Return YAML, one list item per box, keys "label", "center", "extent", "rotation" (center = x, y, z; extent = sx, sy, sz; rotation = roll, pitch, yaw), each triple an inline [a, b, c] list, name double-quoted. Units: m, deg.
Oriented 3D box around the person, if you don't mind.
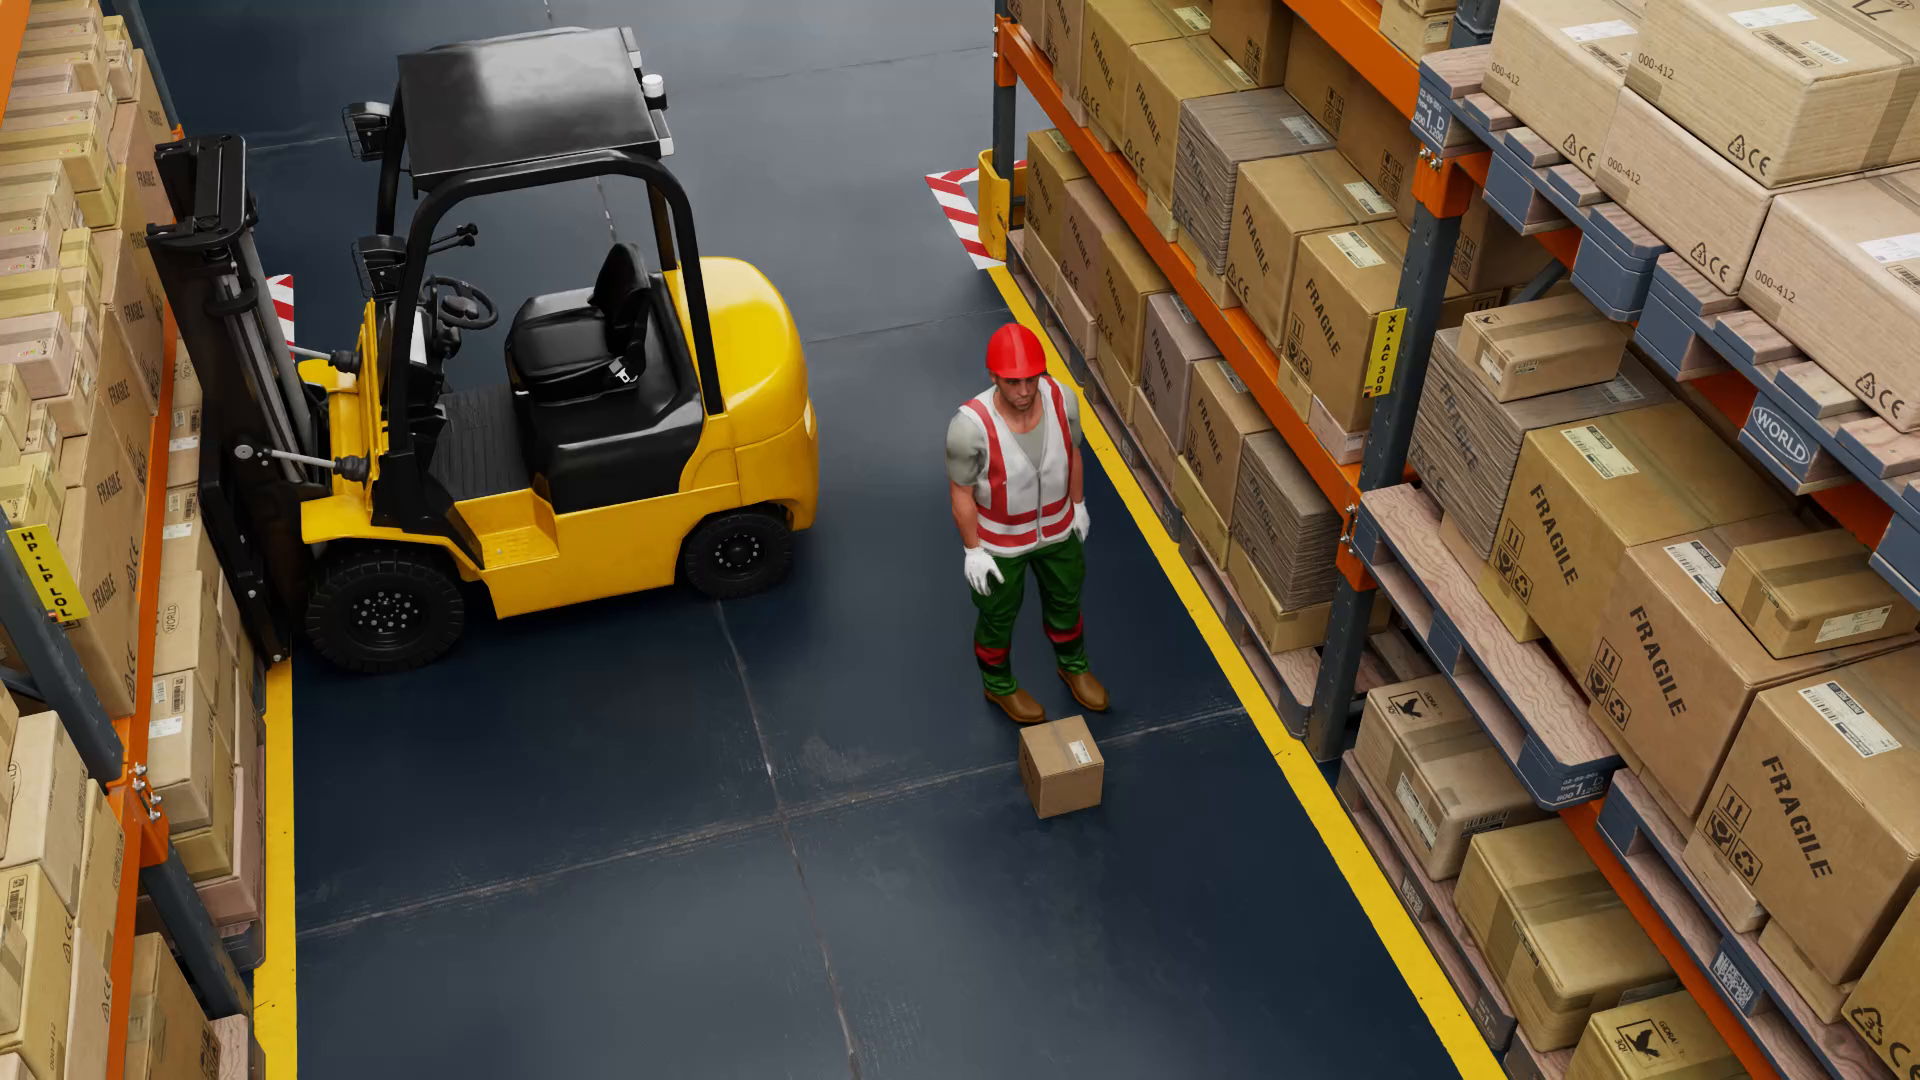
- label: "person"
  center: [0.268, -0.019, 6.139]
  extent: [0.610, 1.794, 0.406]
  rotation: [-18, 45, -19]
